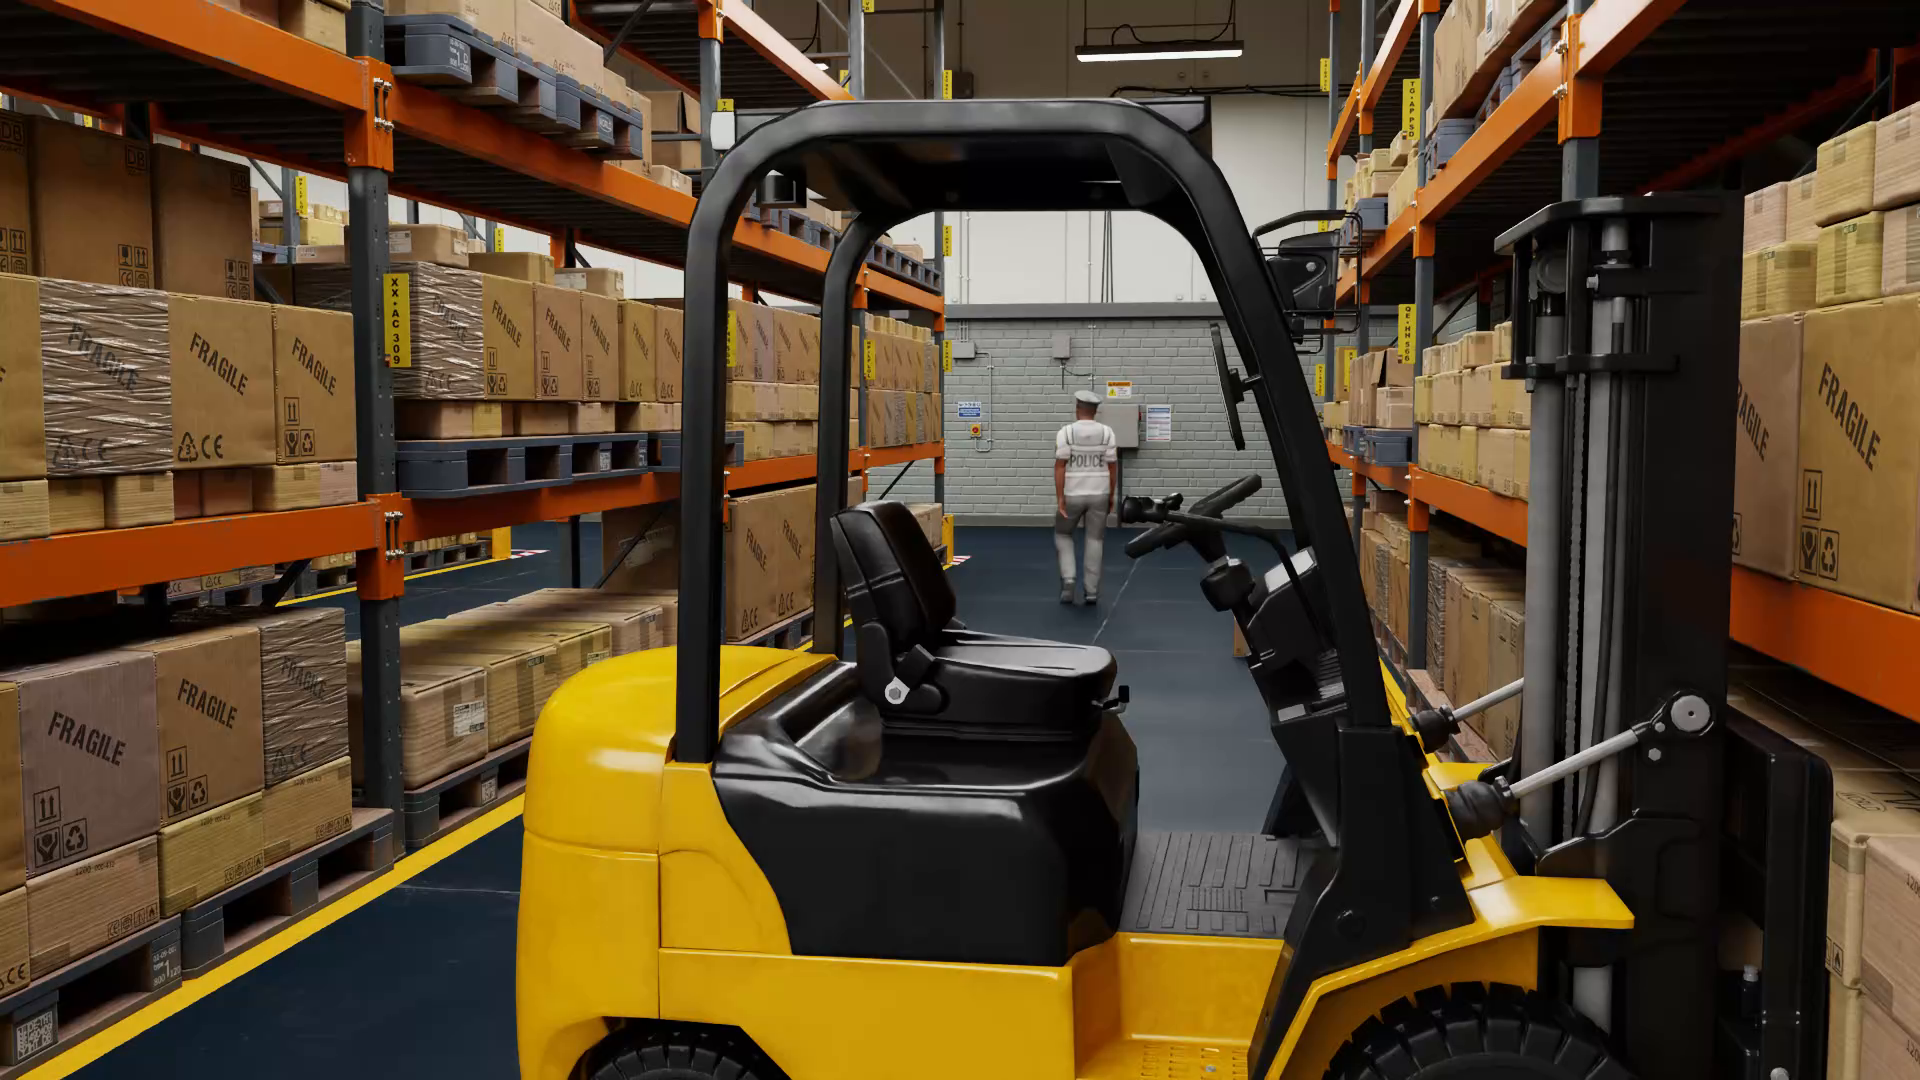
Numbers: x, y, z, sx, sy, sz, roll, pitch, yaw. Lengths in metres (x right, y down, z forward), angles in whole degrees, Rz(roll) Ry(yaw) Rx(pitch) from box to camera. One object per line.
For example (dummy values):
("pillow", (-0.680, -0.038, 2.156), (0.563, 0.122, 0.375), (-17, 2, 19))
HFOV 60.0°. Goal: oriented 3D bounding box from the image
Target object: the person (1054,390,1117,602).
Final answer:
("person", (1.048, -0.350, 14.034), (0.535, 1.824, 0.477), (0, 4, -2))
